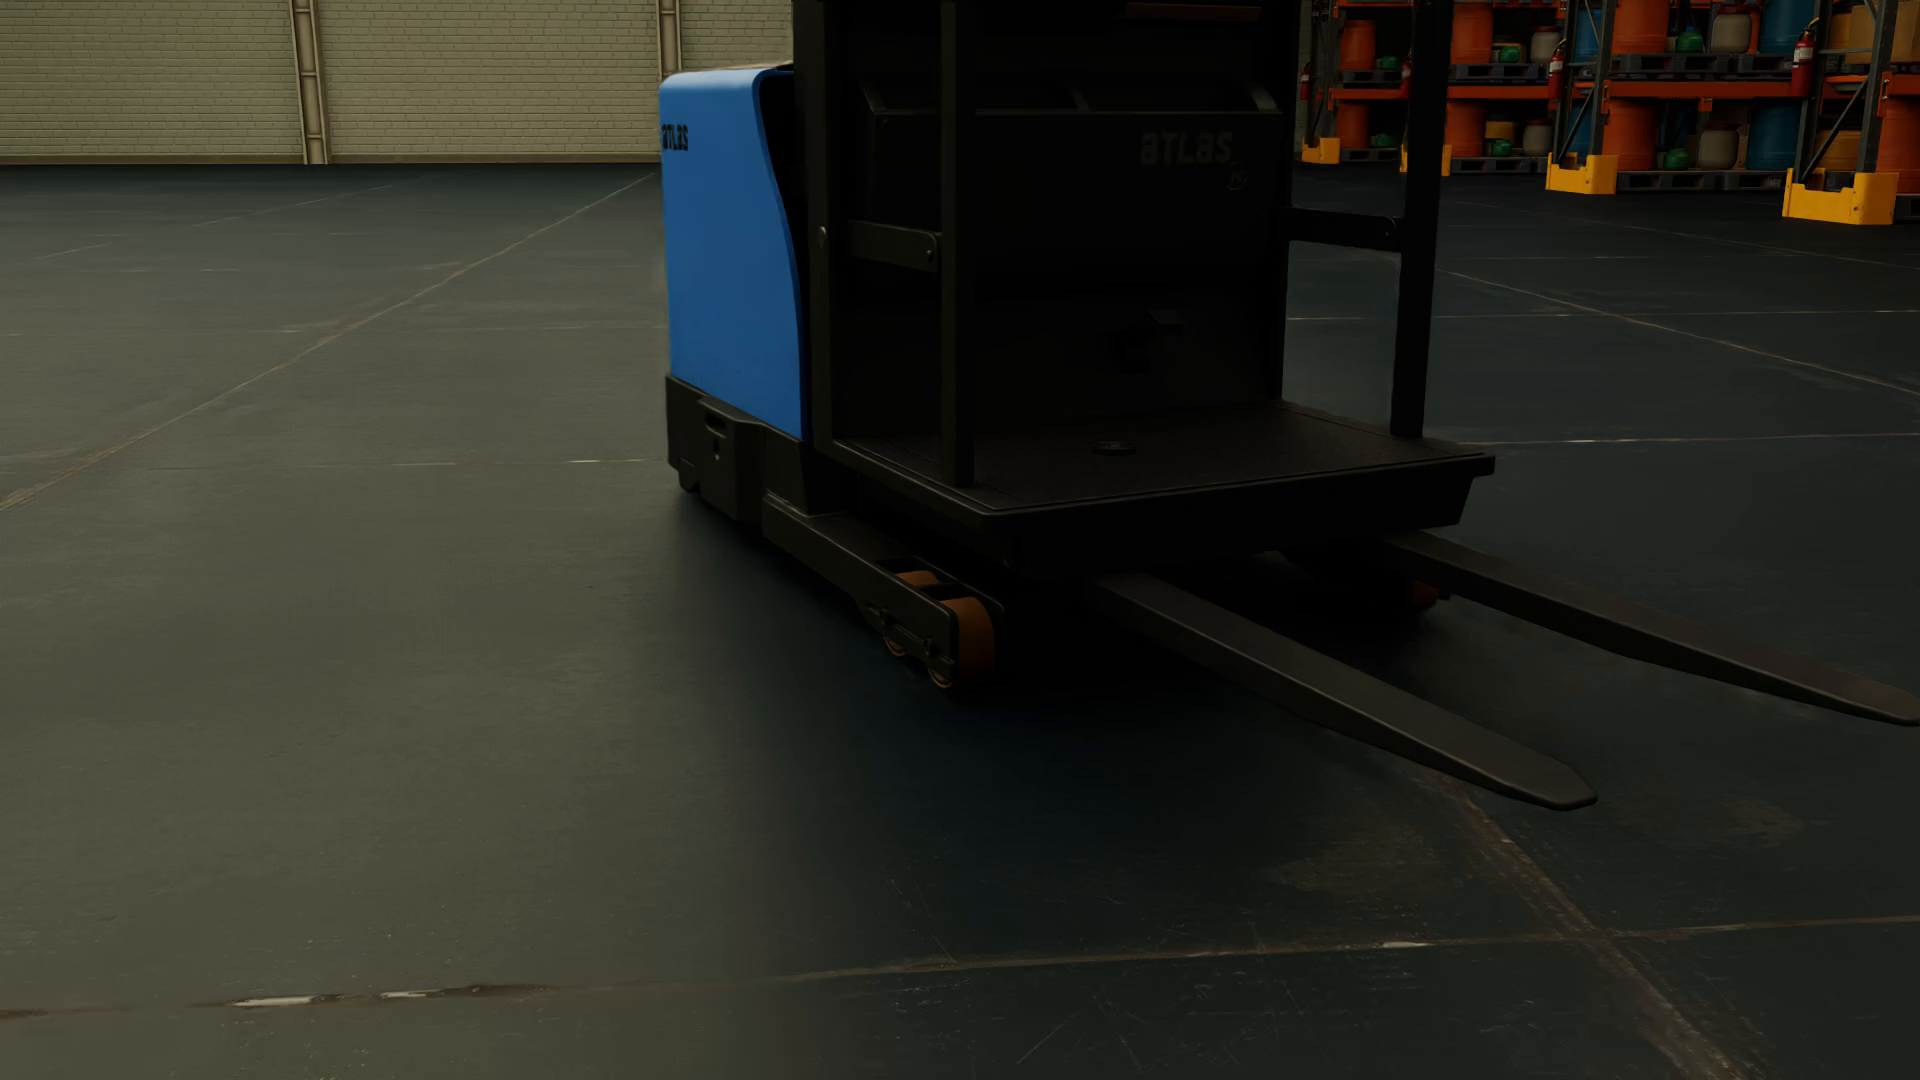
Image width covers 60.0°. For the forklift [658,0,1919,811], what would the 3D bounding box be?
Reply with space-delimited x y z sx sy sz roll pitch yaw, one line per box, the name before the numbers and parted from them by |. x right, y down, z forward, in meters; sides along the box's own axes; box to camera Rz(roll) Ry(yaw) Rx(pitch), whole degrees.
forklift | 0.323 -1.280 3.039 1.130 2.935 3.031 -7 16 -25
